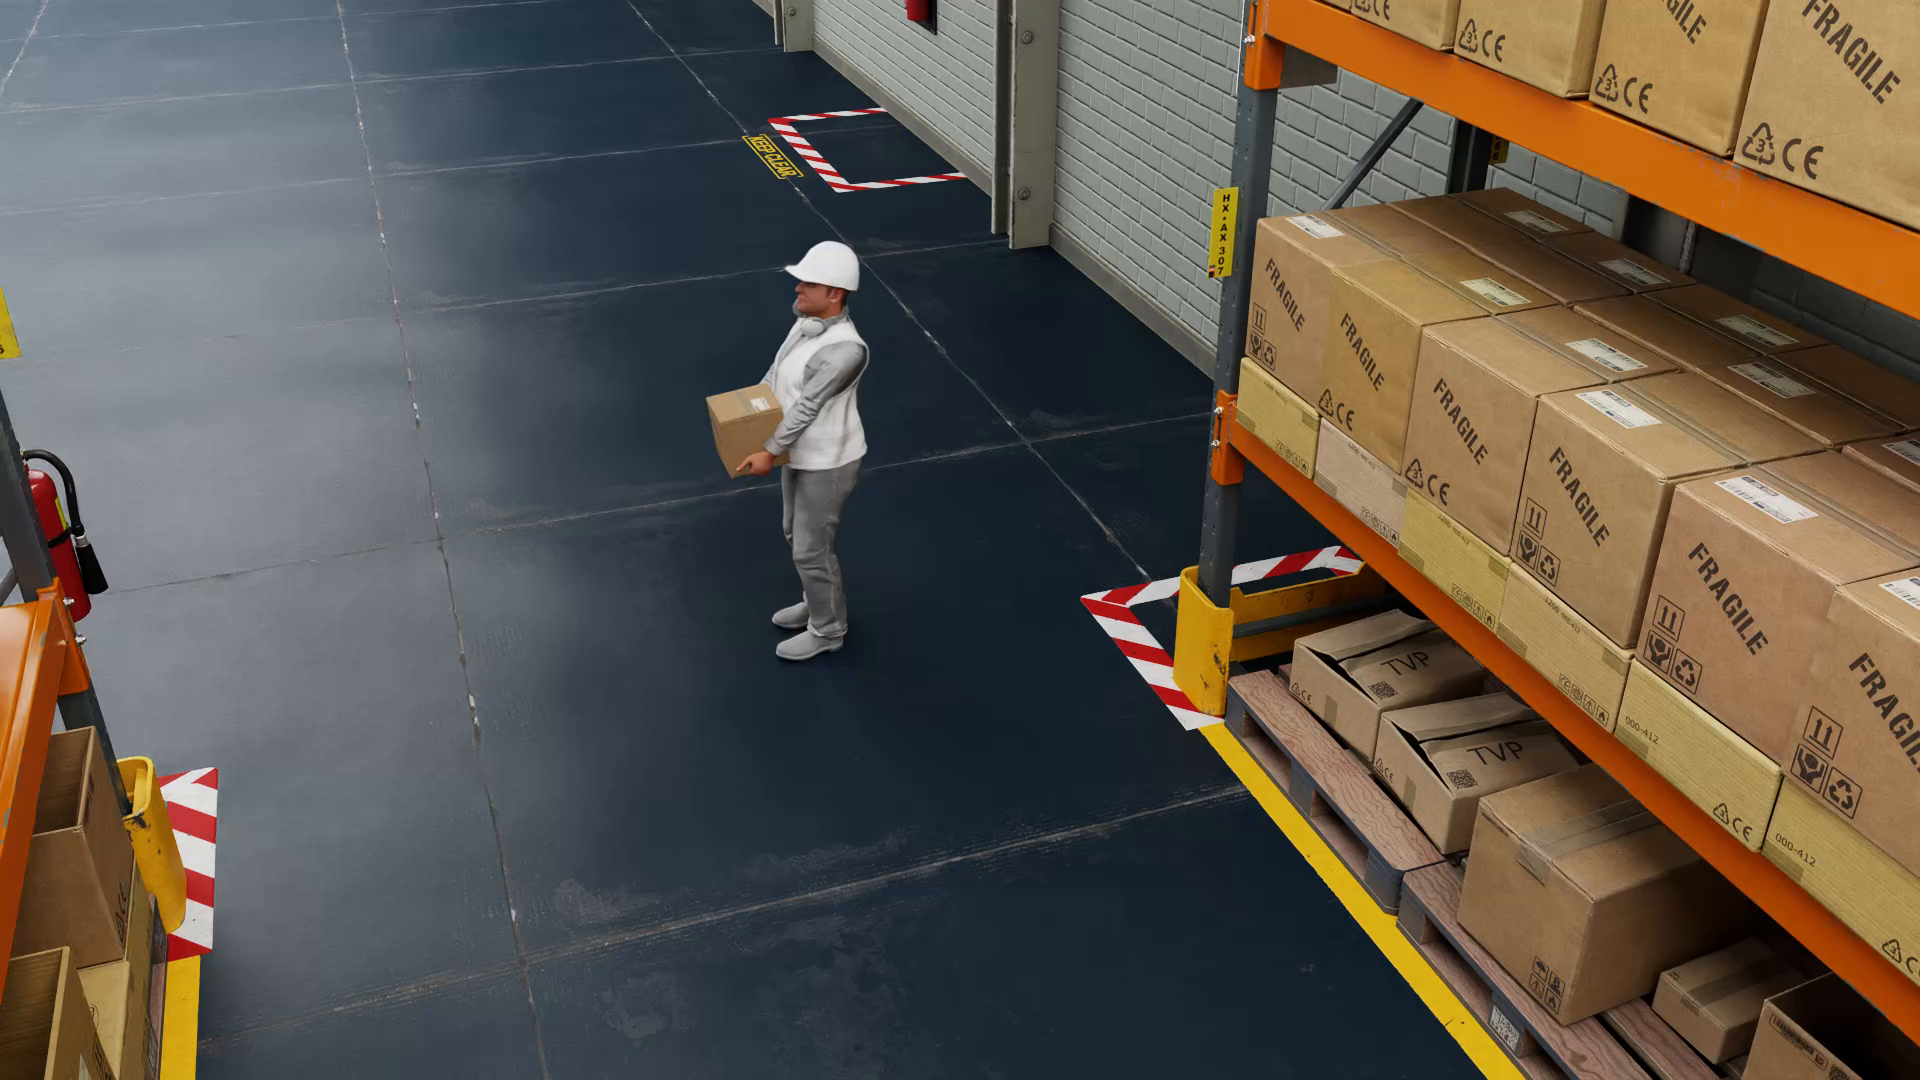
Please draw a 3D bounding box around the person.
[{"bbox_3d":[-0.653,-0.338,6.705,0.555,1.762,0.494,-10,31,-17],"label":"person"}]
